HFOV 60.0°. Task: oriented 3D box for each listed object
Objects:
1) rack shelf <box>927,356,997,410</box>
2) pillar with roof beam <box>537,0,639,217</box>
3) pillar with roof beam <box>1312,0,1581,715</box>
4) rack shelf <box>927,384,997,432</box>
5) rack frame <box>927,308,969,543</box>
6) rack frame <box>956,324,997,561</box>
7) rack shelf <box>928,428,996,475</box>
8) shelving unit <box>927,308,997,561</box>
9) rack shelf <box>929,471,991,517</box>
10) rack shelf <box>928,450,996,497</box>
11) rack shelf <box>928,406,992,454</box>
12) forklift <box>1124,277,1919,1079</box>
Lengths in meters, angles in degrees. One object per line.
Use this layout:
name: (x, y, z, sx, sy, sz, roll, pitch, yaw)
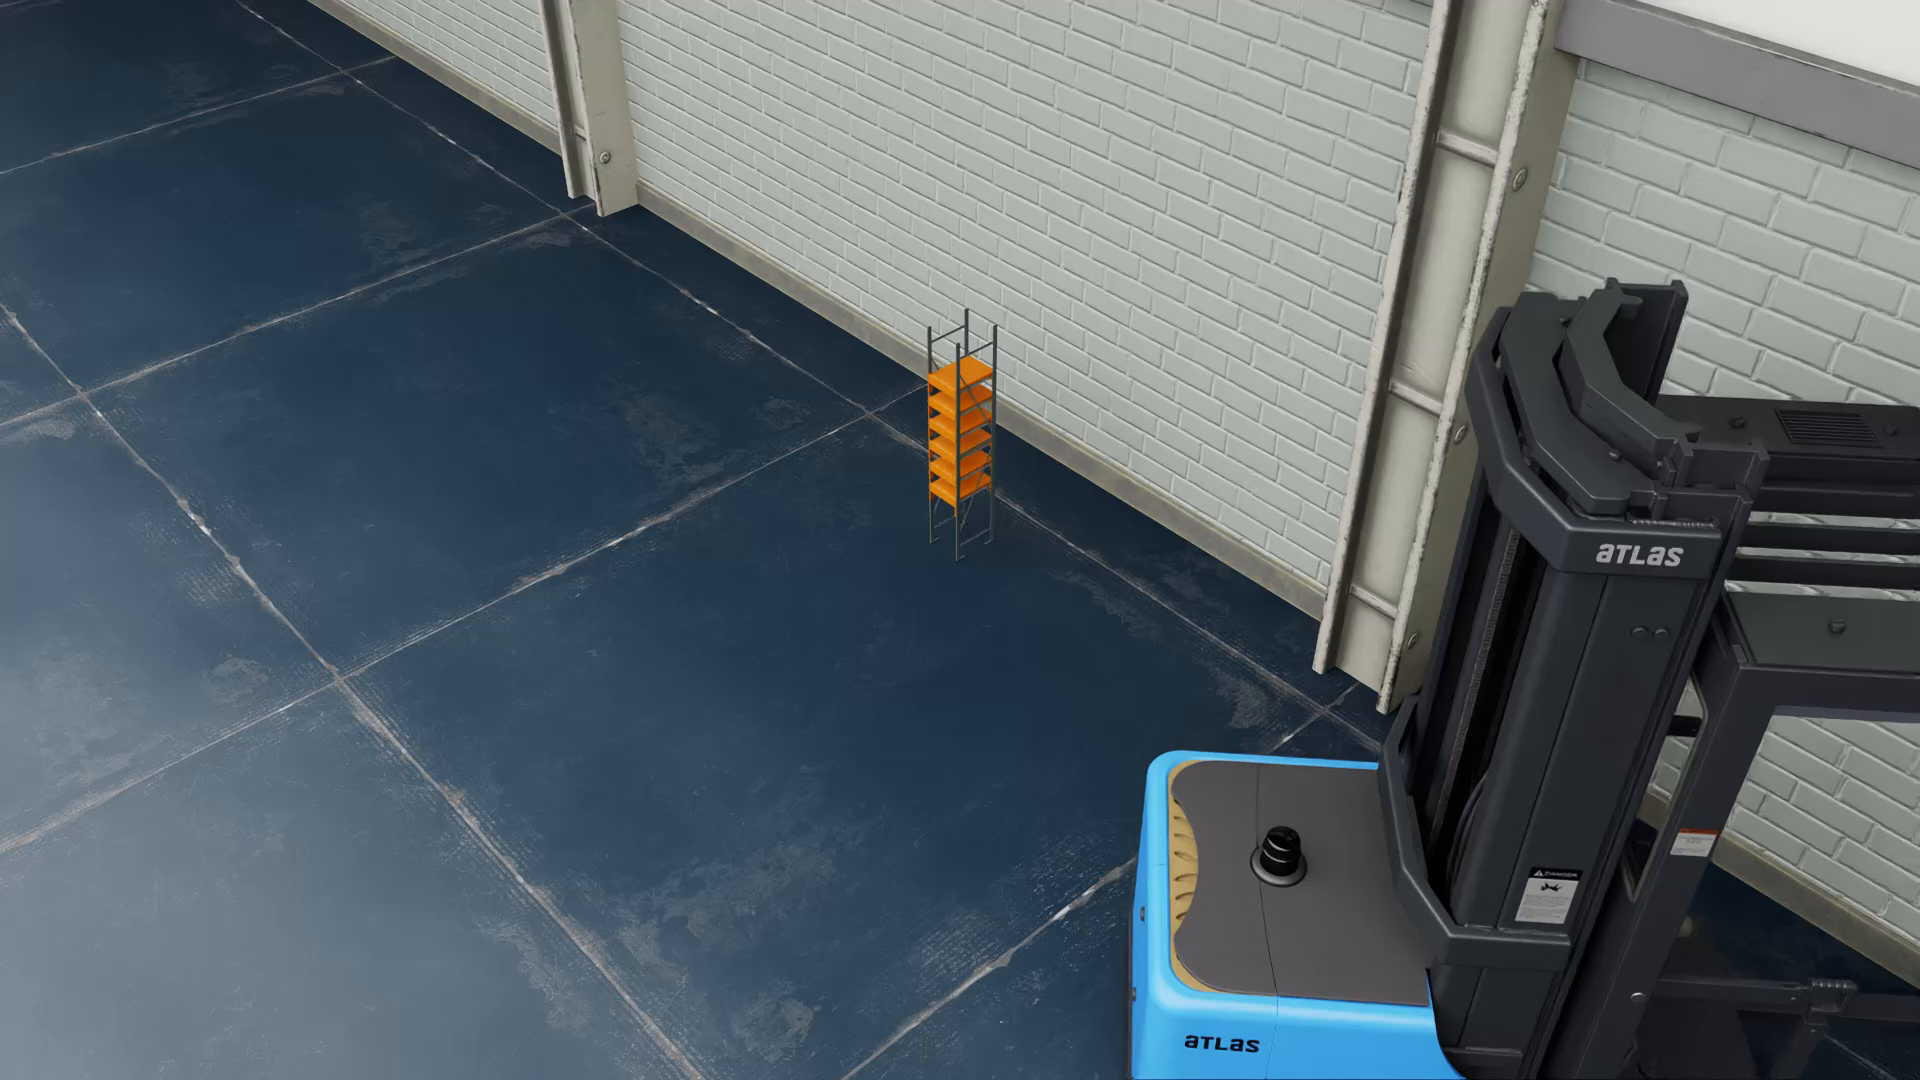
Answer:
rack shelf: (0.010, -0.706, 7.374, 0.258, 0.103, 0.180, -30, 48, -32)
pillar with roof beam: (-5.446, -3.862, 5.578, 9.100, 9.000, 0.400, -30, 48, -32)
pillar with roof beam: (-1.388, -1.085, 2.140, 9.100, 9.000, 0.400, -30, 48, -32)
rack shelf: (0.010, -0.612, 7.450, 0.258, 0.103, 0.180, -30, 48, -32)
rack frame: (-0.052, -0.502, 7.625, 0.240, 1.200, 0.006, -30, 48, -32)
rack frame: (0.072, -0.418, 7.520, 0.240, 1.200, 0.006, -30, 48, -32)
rack shelf: (0.010, -0.426, 7.600, 0.258, 0.103, 0.180, -30, 48, -32)
shelving unit: (0.010, -0.460, 7.573, 0.258, 1.200, 0.189, -30, 48, -32)
rack shelf: (0.010, -0.239, 7.751, 0.258, 0.103, 0.180, -30, 48, -32)
rack shelf: (0.010, -0.332, 7.676, 0.258, 0.103, 0.180, -30, 48, -32)
rack shelf: (0.010, -0.519, 7.525, 0.258, 0.103, 0.180, -30, 48, -32)
forklift: (2.069, 0.755, 4.691, 3.031, 2.935, 1.130, 3, 39, 4)
